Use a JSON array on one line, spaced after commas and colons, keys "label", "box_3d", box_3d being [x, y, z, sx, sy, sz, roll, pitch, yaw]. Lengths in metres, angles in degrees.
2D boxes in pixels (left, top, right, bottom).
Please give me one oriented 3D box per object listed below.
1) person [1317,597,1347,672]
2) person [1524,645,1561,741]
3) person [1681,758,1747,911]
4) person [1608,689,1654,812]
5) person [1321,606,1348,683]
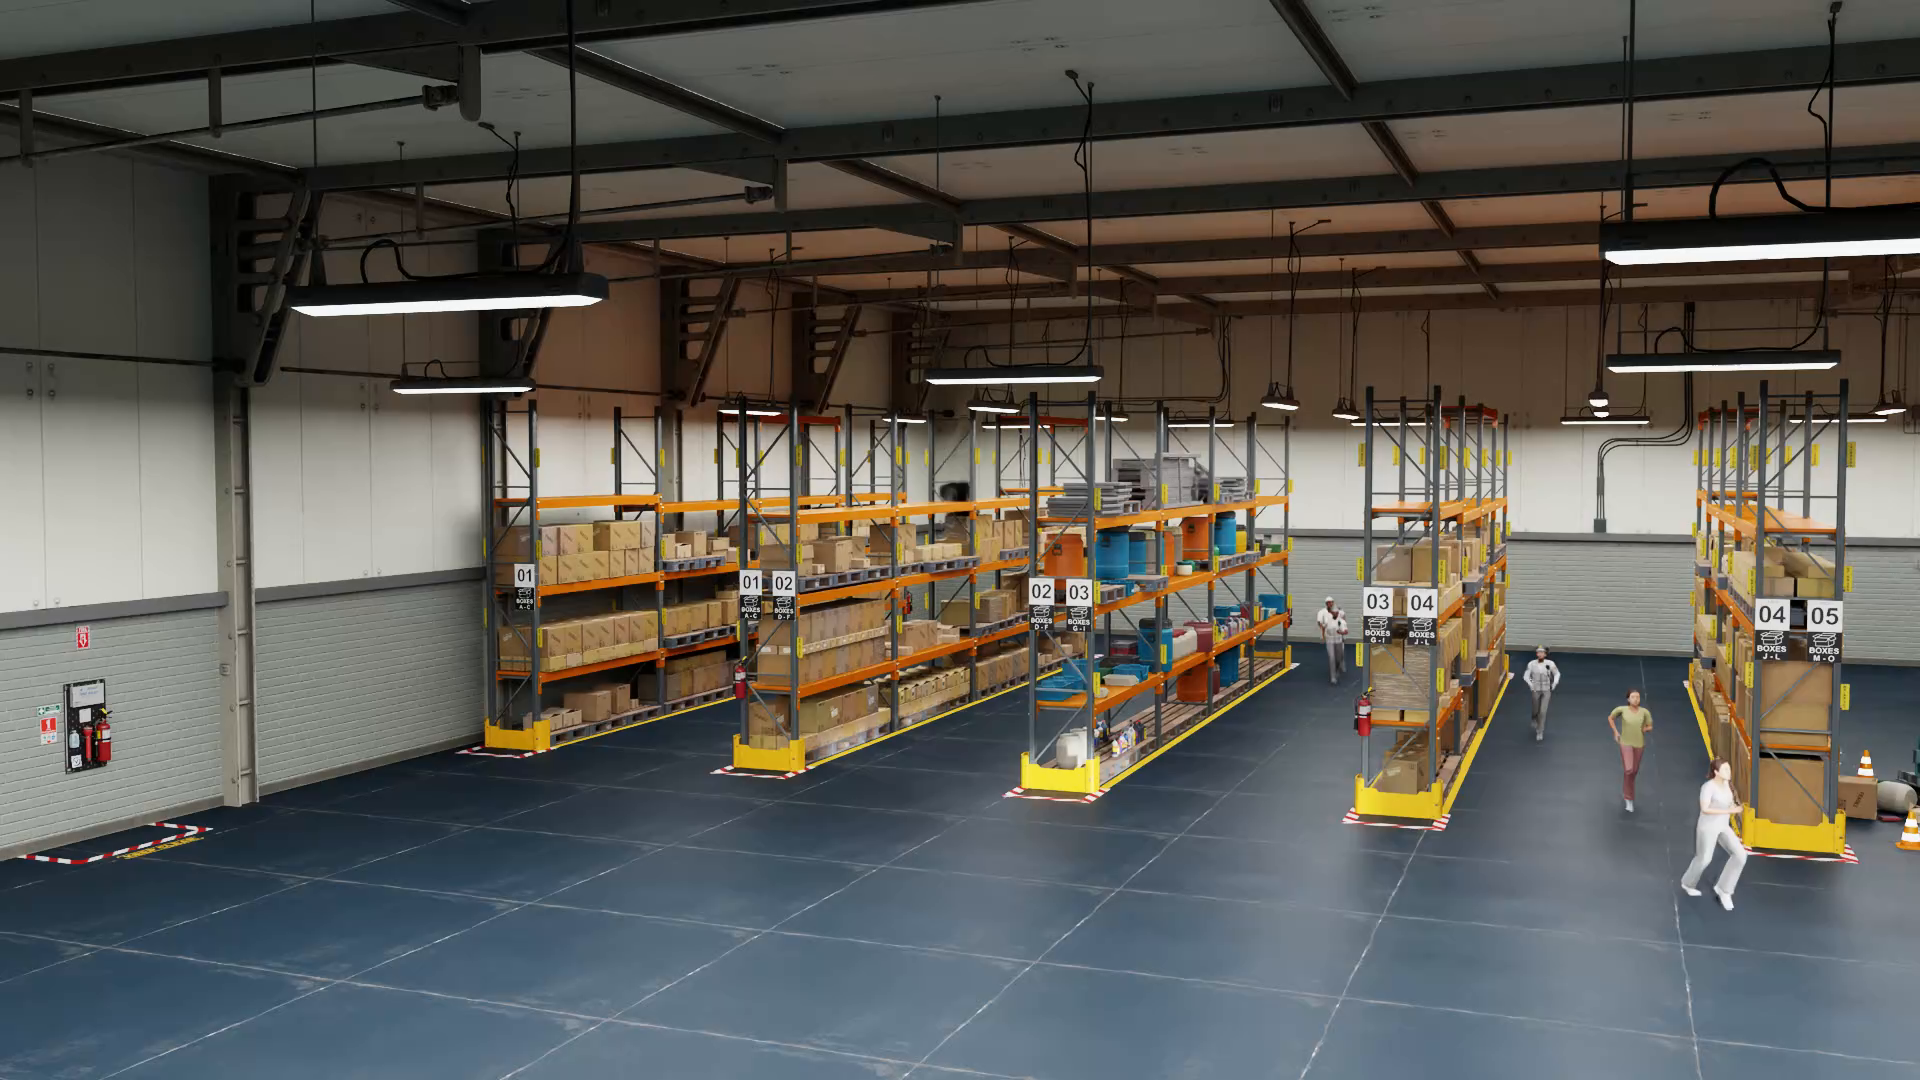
[{"label": "person", "box_3d": [8.739, 2.222, 39.102, 0.687, 1.804, 0.663, 0, 3, 4]}, {"label": "person", "box_3d": [10.426, 2.711, 29.789, 0.625, 1.691, 0.791, 1, 3, 23]}, {"label": "person", "box_3d": [8.413, 3.366, 18.599, 0.587, 1.452, 0.818, -1, 3, -26]}, {"label": "person", "box_3d": [9.646, 2.989, 23.885, 0.562, 1.729, 0.762, 0, 3, 5]}, {"label": "person", "box_3d": [8.361, 2.300, 37.097, 0.574, 1.670, 0.917, 1, 3, 10]}]
